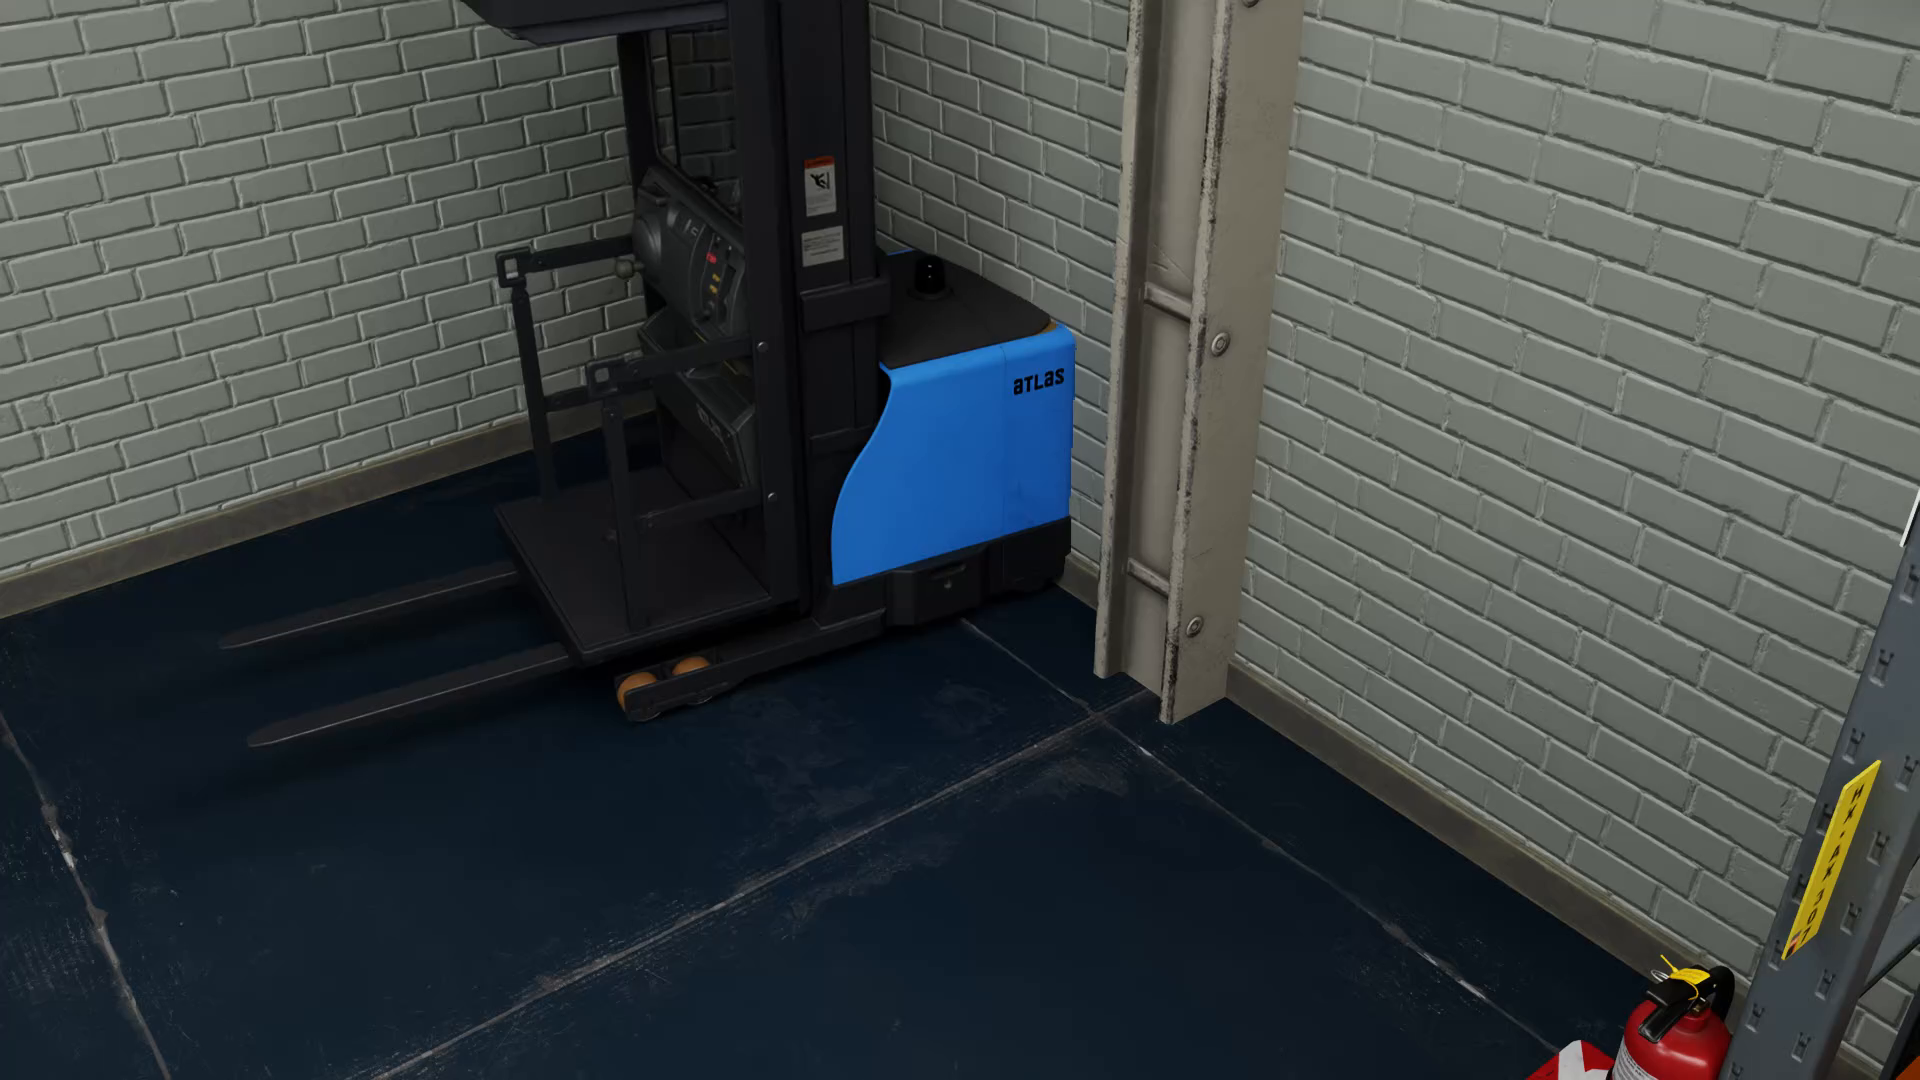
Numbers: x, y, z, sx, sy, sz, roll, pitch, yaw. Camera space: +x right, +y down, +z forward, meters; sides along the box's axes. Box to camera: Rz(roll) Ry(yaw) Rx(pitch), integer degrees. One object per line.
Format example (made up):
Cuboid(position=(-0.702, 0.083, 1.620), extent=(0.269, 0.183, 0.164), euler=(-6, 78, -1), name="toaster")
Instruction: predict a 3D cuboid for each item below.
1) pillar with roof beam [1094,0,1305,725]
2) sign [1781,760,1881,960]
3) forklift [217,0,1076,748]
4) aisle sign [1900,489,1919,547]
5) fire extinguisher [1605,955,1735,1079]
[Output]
Cuboid(position=(-2.681, -1.923, 1.317), extent=(9.100, 9.000, 0.400), euler=(-22, 38, -31), name="pillar with roof beam")
Cuboid(position=(1.232, 0.456, 2.352), extent=(0.100, 0.325, 0.005), euler=(-22, 38, -31), name="sign")
Cuboid(position=(-1.089, -0.938, 5.483), extent=(3.031, 2.935, 1.130), euler=(-16, 35, -24), name="forklift")
Cuboid(position=(1.387, -0.390, 2.071), extent=(0.394, 0.787, 0.004), euler=(-22, 38, -31), name="aisle sign")
Cuboid(position=(1.205, 0.927, 2.840), extent=(0.296, 0.674, 0.183), euler=(-22, 38, -31), name="fire extinguisher")
